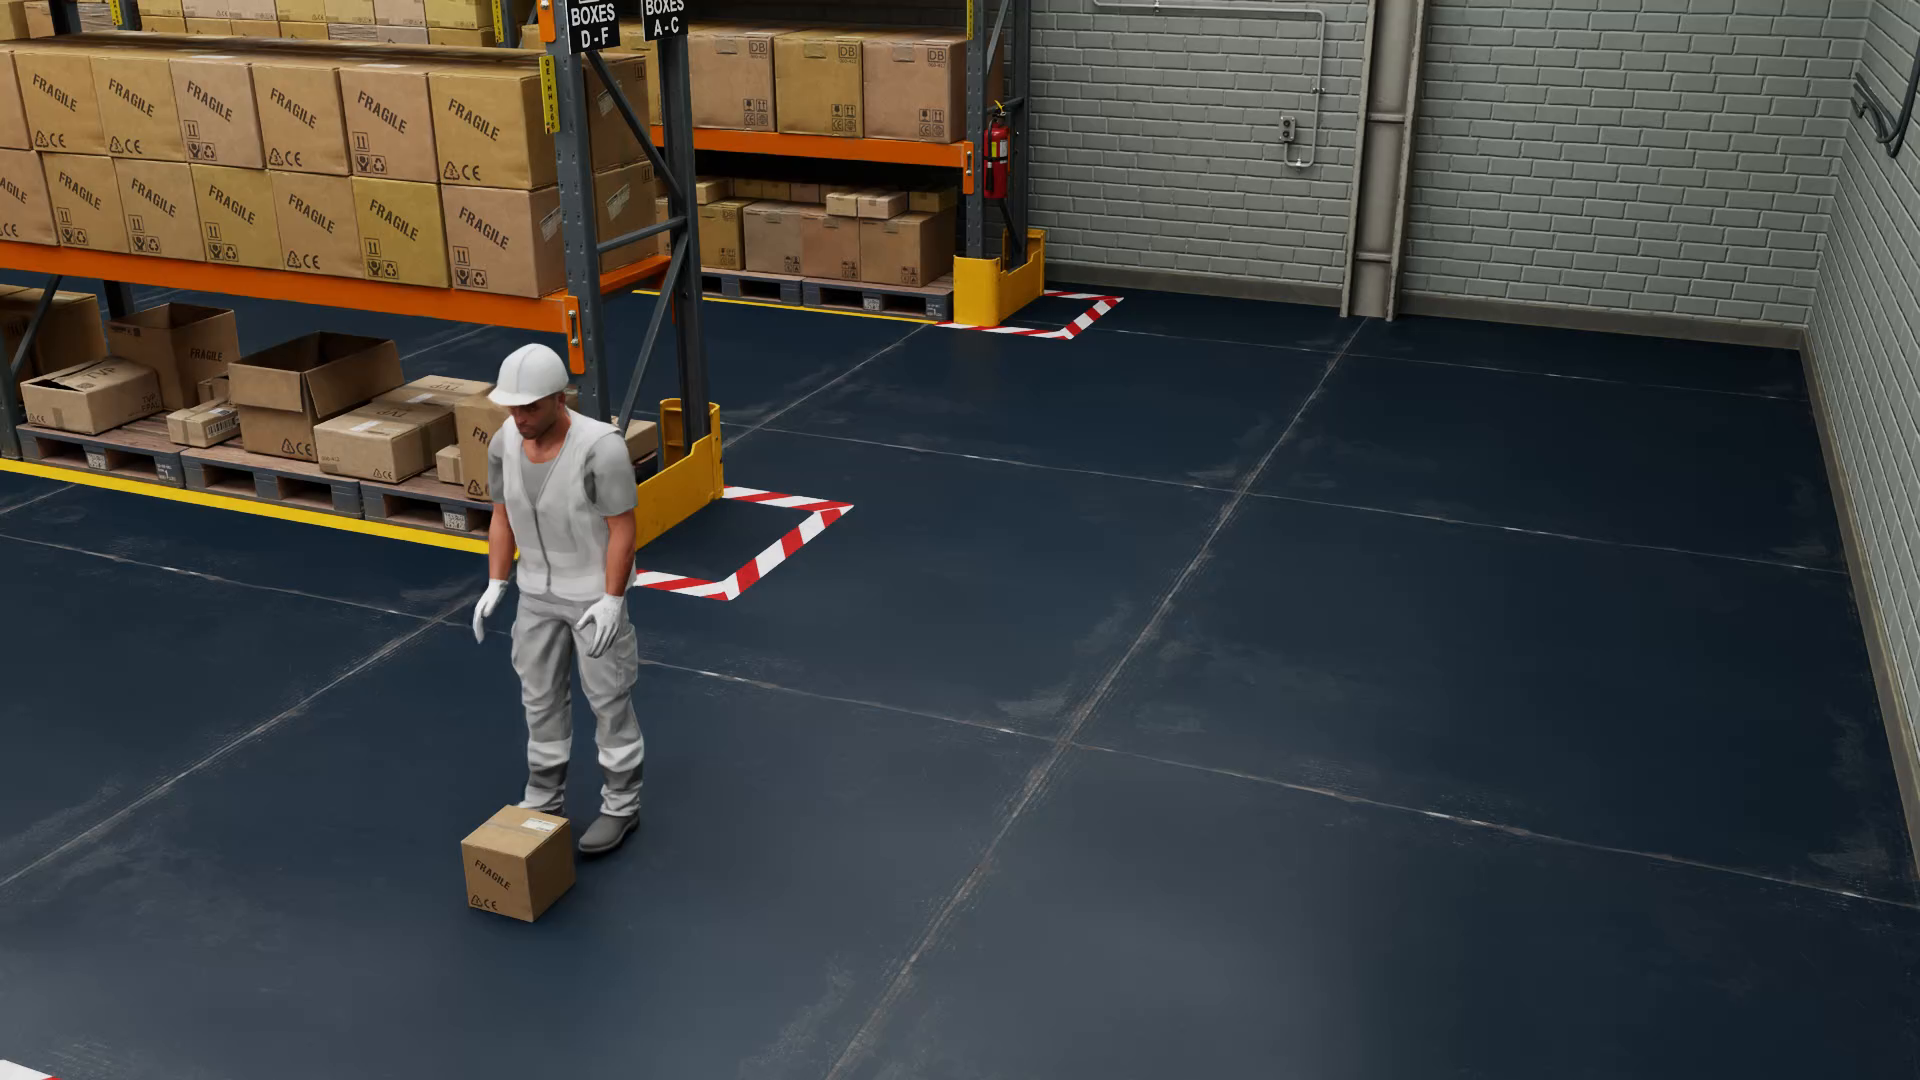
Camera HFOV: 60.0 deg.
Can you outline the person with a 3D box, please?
[{"bbox_3d":[-1.327,0.219,5.545,0.560,1.815,0.459,8,24,20],"label":"person"}]
